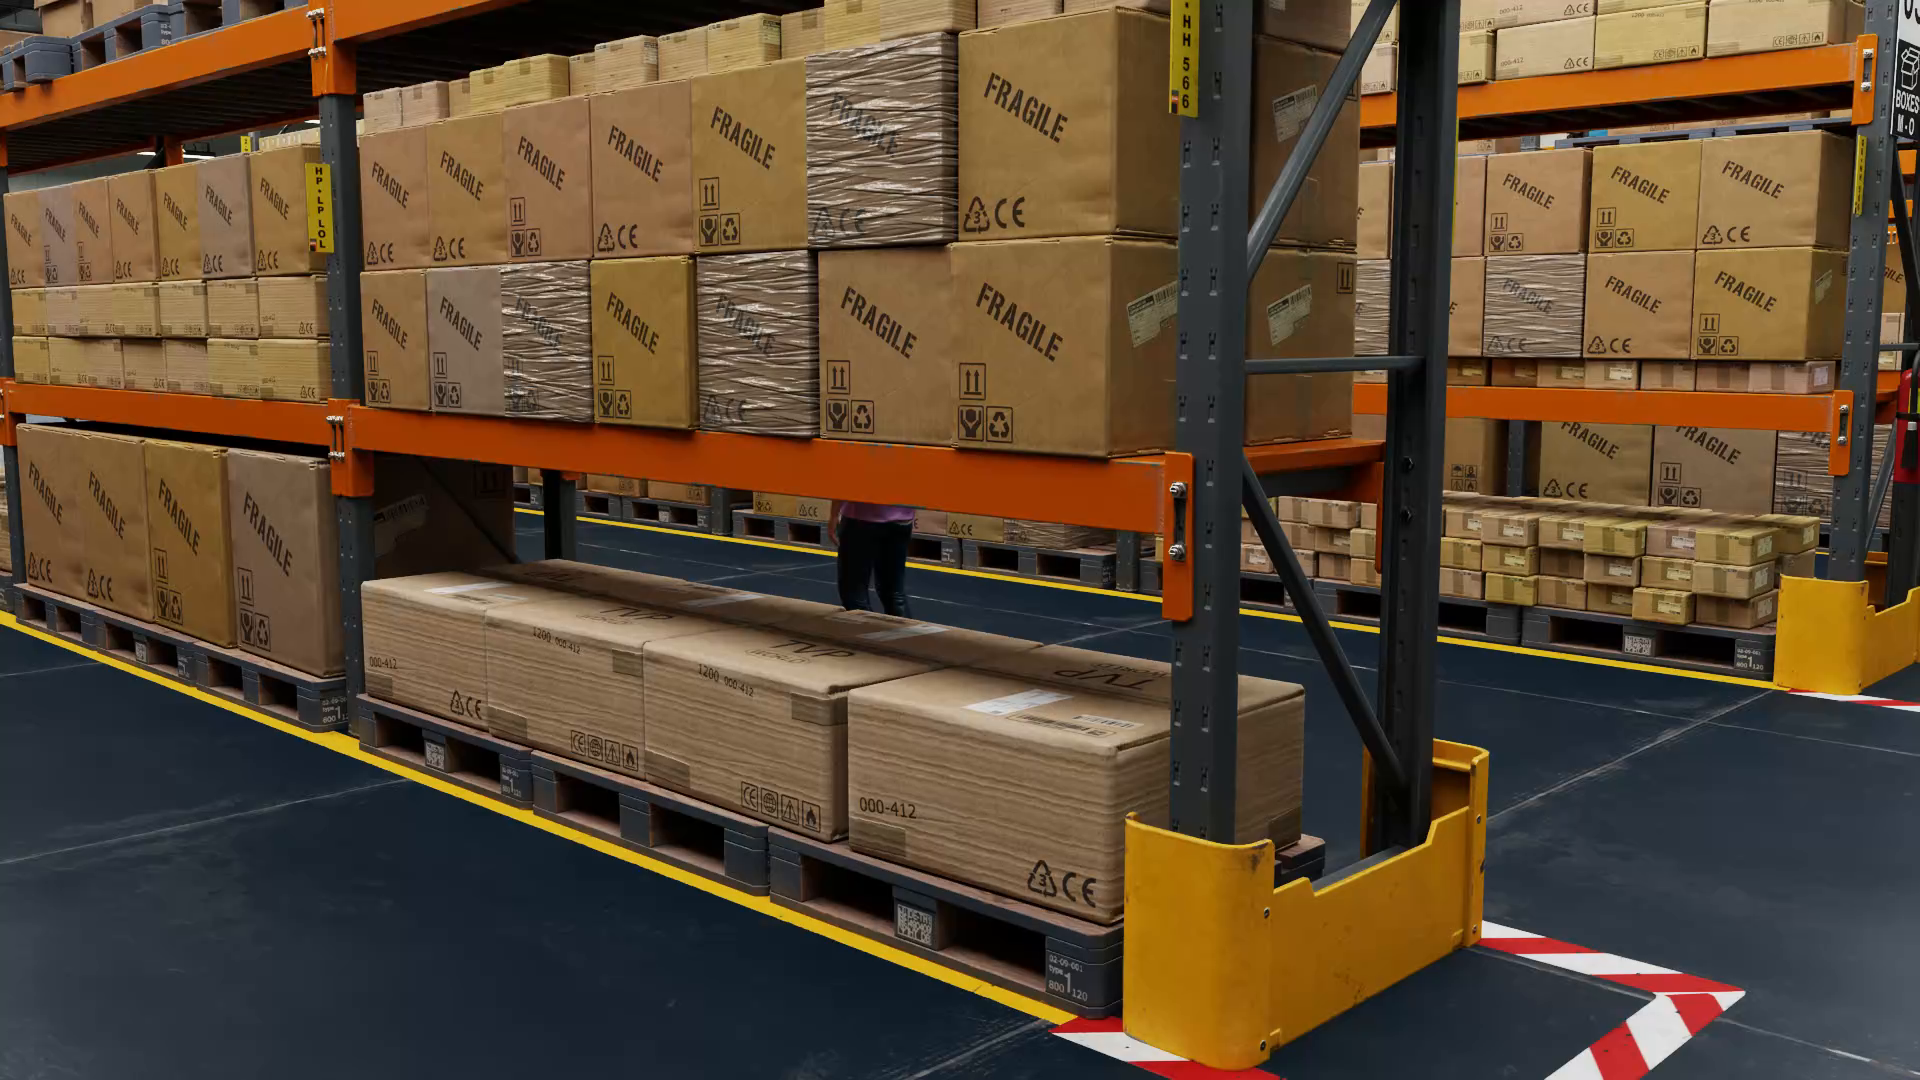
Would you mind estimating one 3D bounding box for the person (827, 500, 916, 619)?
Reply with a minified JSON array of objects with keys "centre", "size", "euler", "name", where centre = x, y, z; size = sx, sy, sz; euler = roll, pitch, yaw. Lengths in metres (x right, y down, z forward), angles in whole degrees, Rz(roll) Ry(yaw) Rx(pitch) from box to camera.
[{"centre":[-0.372,-0.099,7.093],"size":[0.349,1.593,0.466],"euler":[7,10,43],"name":"person"}]
